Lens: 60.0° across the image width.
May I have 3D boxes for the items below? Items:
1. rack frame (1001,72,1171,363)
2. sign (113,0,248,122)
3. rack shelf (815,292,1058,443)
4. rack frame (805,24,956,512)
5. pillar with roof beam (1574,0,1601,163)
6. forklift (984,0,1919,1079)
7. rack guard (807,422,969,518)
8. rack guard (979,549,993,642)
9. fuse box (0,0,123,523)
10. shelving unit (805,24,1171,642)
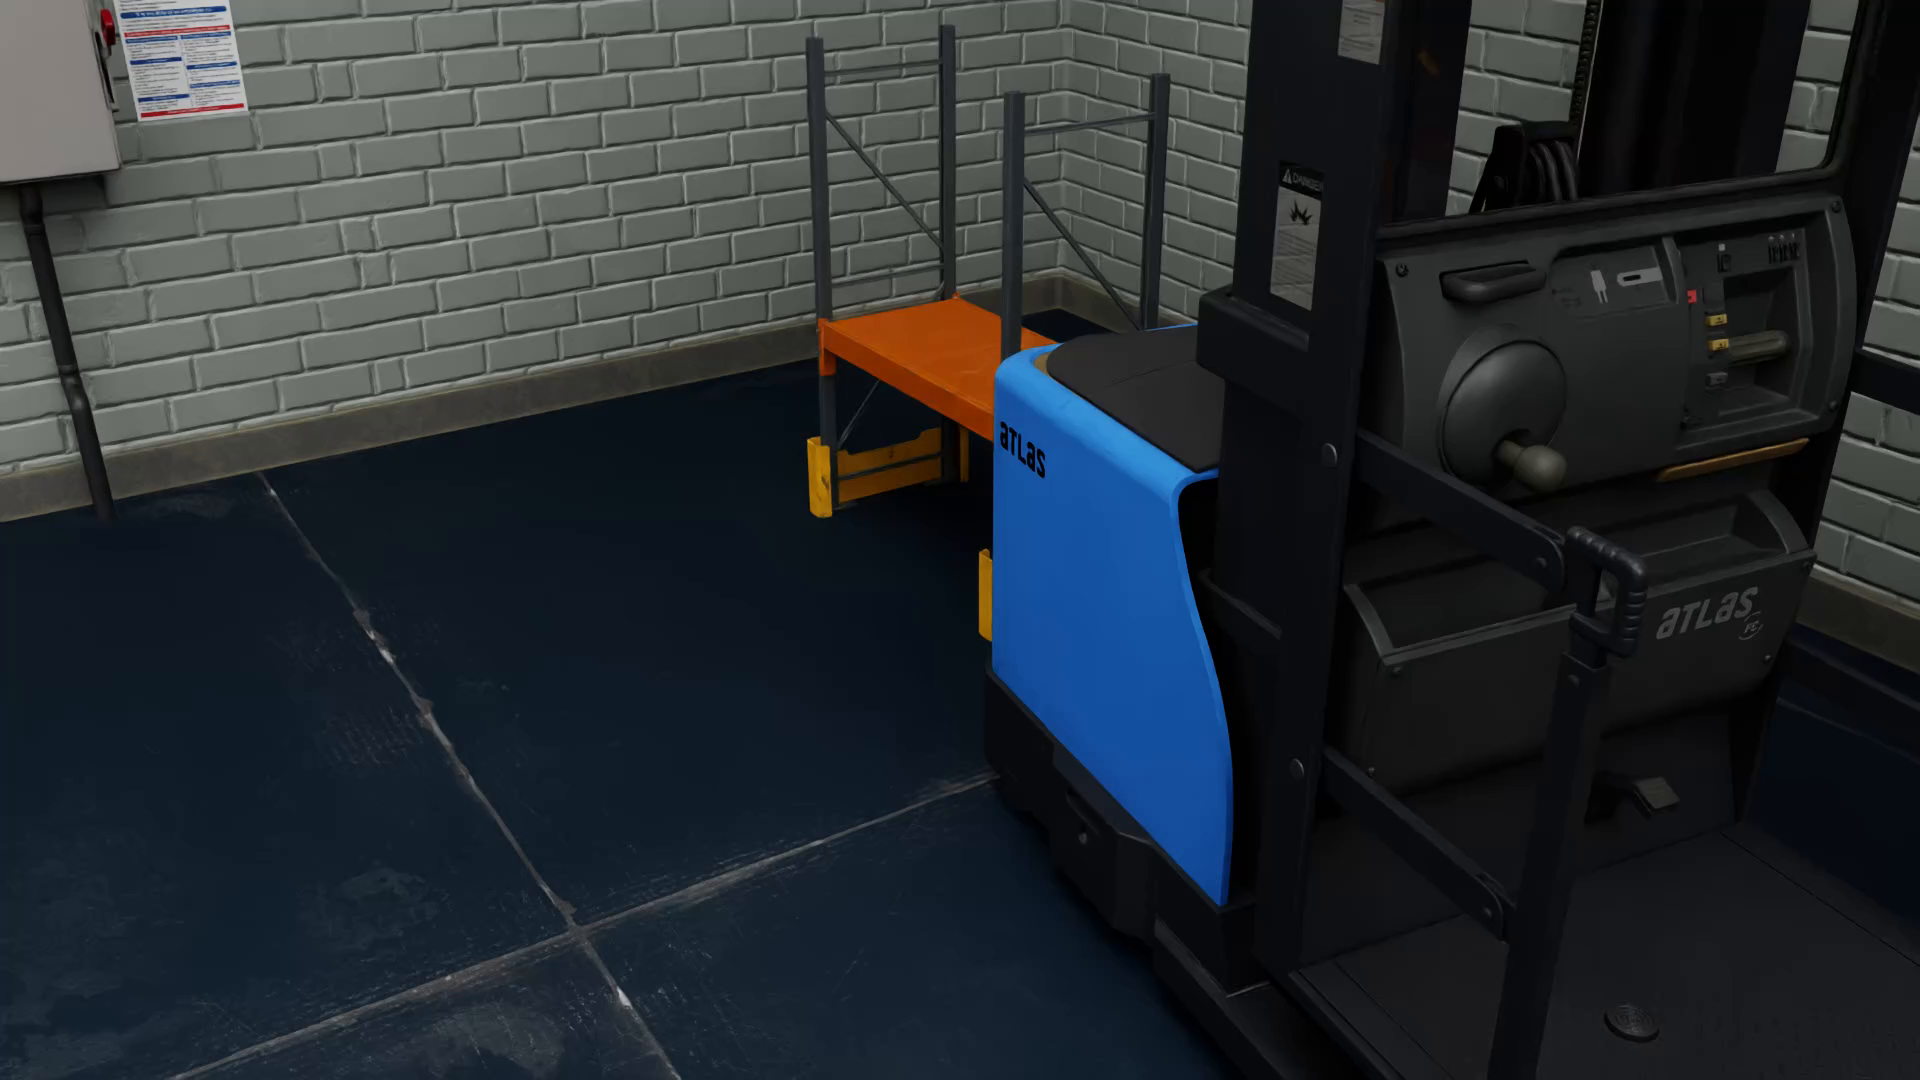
[{"bbox_3d":[0.324,-0.466,4.480,0.500,1.500,0.032,-16,29,-30],"label":"rack frame"},{"bbox_3d":[-2.429,-1.567,5.168,0.329,0.494,0.001,-16,29,-30],"label":"sign"},{"bbox_3d":[0.047,-0.485,4.942,0.538,0.185,1.000,-16,29,-30],"label":"rack shelf"},{"bbox_3d":[-0.231,-0.830,5.250,0.500,1.500,0.032,-16,29,-30],"label":"rack frame"},{"bbox_3d":[-1.638,-3.015,1.095,9.100,9.000,0.400,-16,29,-30],"label":"pillar with roof beam"},{"bbox_3d":[1.135,-0.279,2.408,1.130,2.935,3.031,-11,27,-22],"label":"forklift"},{"bbox_3d":[-0.230,-0.264,5.516,0.587,0.250,0.087,-16,29,-30],"label":"rack guard"},{"bbox_3d":[0.313,0.092,4.762,0.587,0.250,0.087,-16,29,-30],"label":"rack guard"},{"bbox_3d":[-2.729,-0.839,5.022,0.539,1.711,0.414,-16,29,-30],"label":"fuse box"},{"bbox_3d":[0.042,-0.651,4.872,0.587,1.500,1.083,-16,29,-30],"label":"shelving unit"}]
